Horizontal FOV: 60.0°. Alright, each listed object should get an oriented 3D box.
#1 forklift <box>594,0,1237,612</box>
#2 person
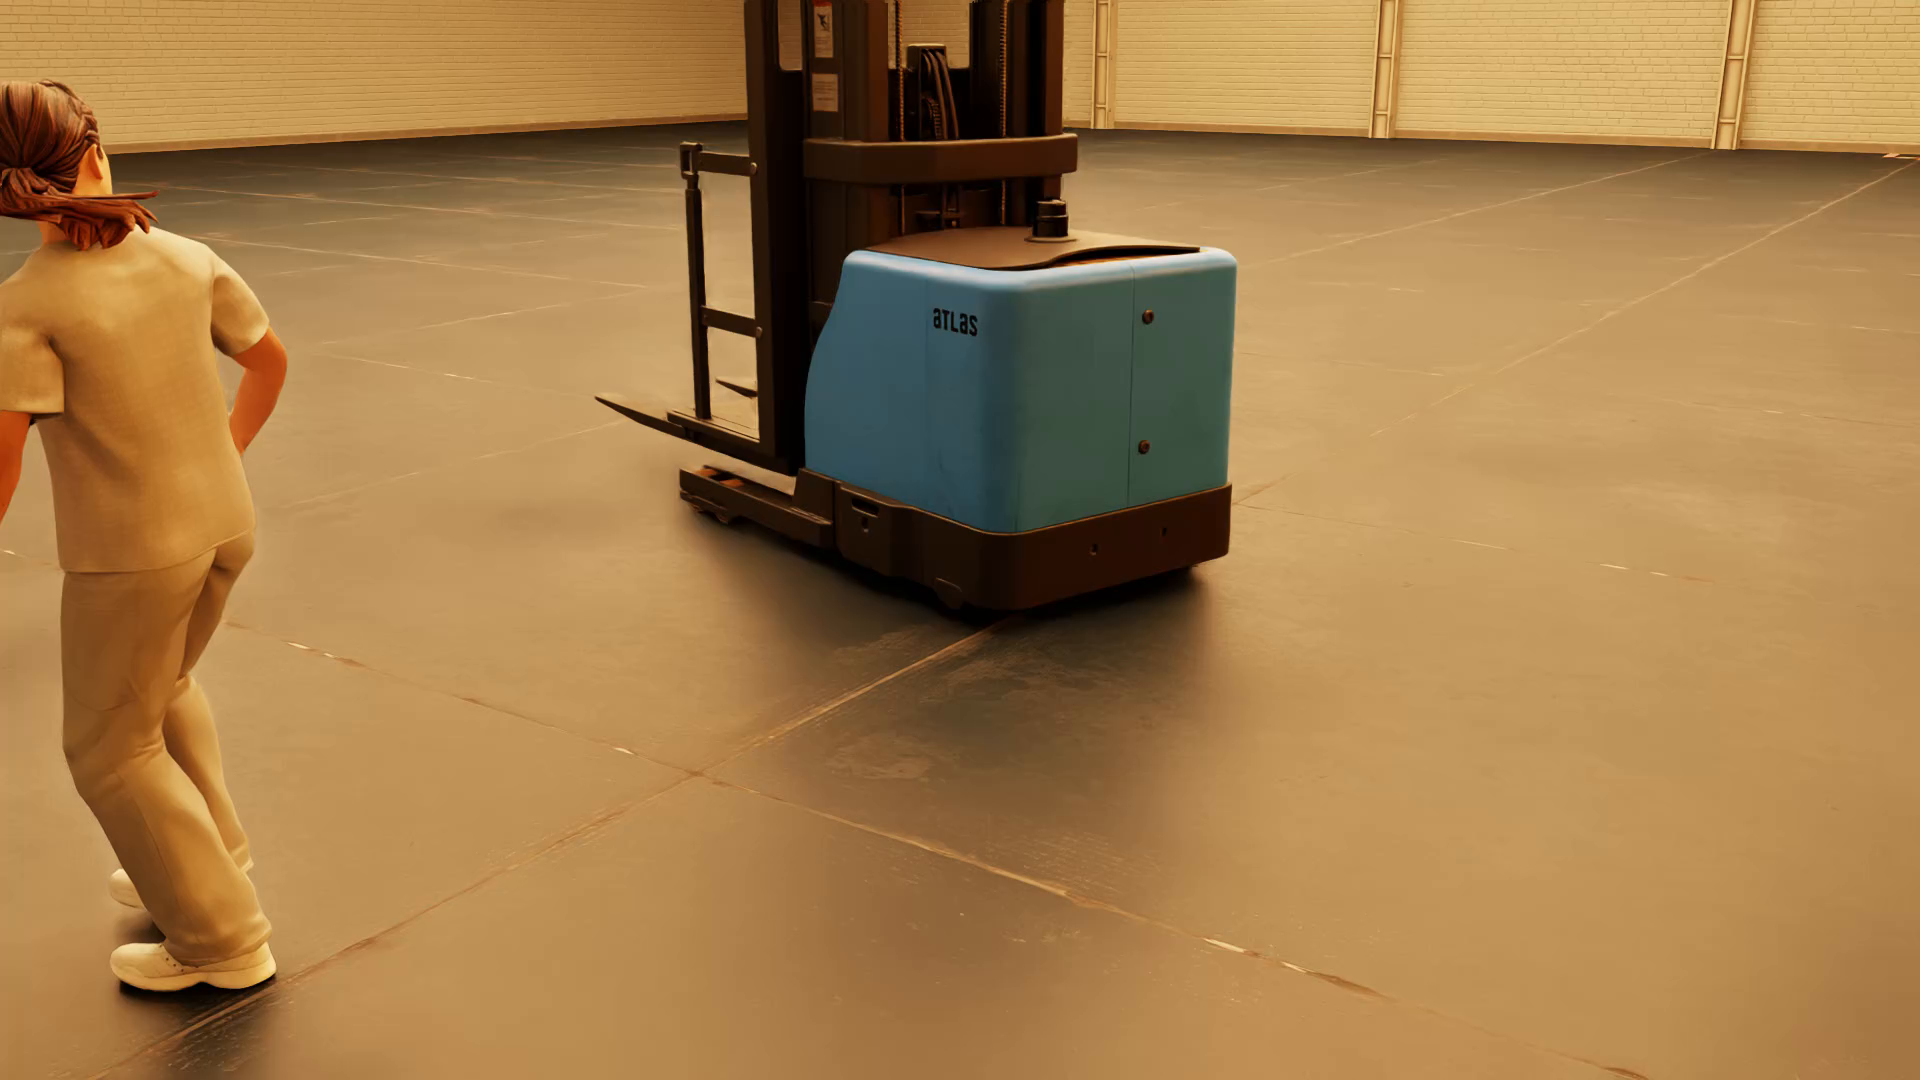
[{"bbox_3d":[-0.407,-1.543,5.992,1.130,2.935,3.031,-13,21,-36],"label":"forklift"},{"bbox_3d":[-1.530,0.028,2.984,0.484,1.650,0.634,5,17,16],"label":"person"}]
